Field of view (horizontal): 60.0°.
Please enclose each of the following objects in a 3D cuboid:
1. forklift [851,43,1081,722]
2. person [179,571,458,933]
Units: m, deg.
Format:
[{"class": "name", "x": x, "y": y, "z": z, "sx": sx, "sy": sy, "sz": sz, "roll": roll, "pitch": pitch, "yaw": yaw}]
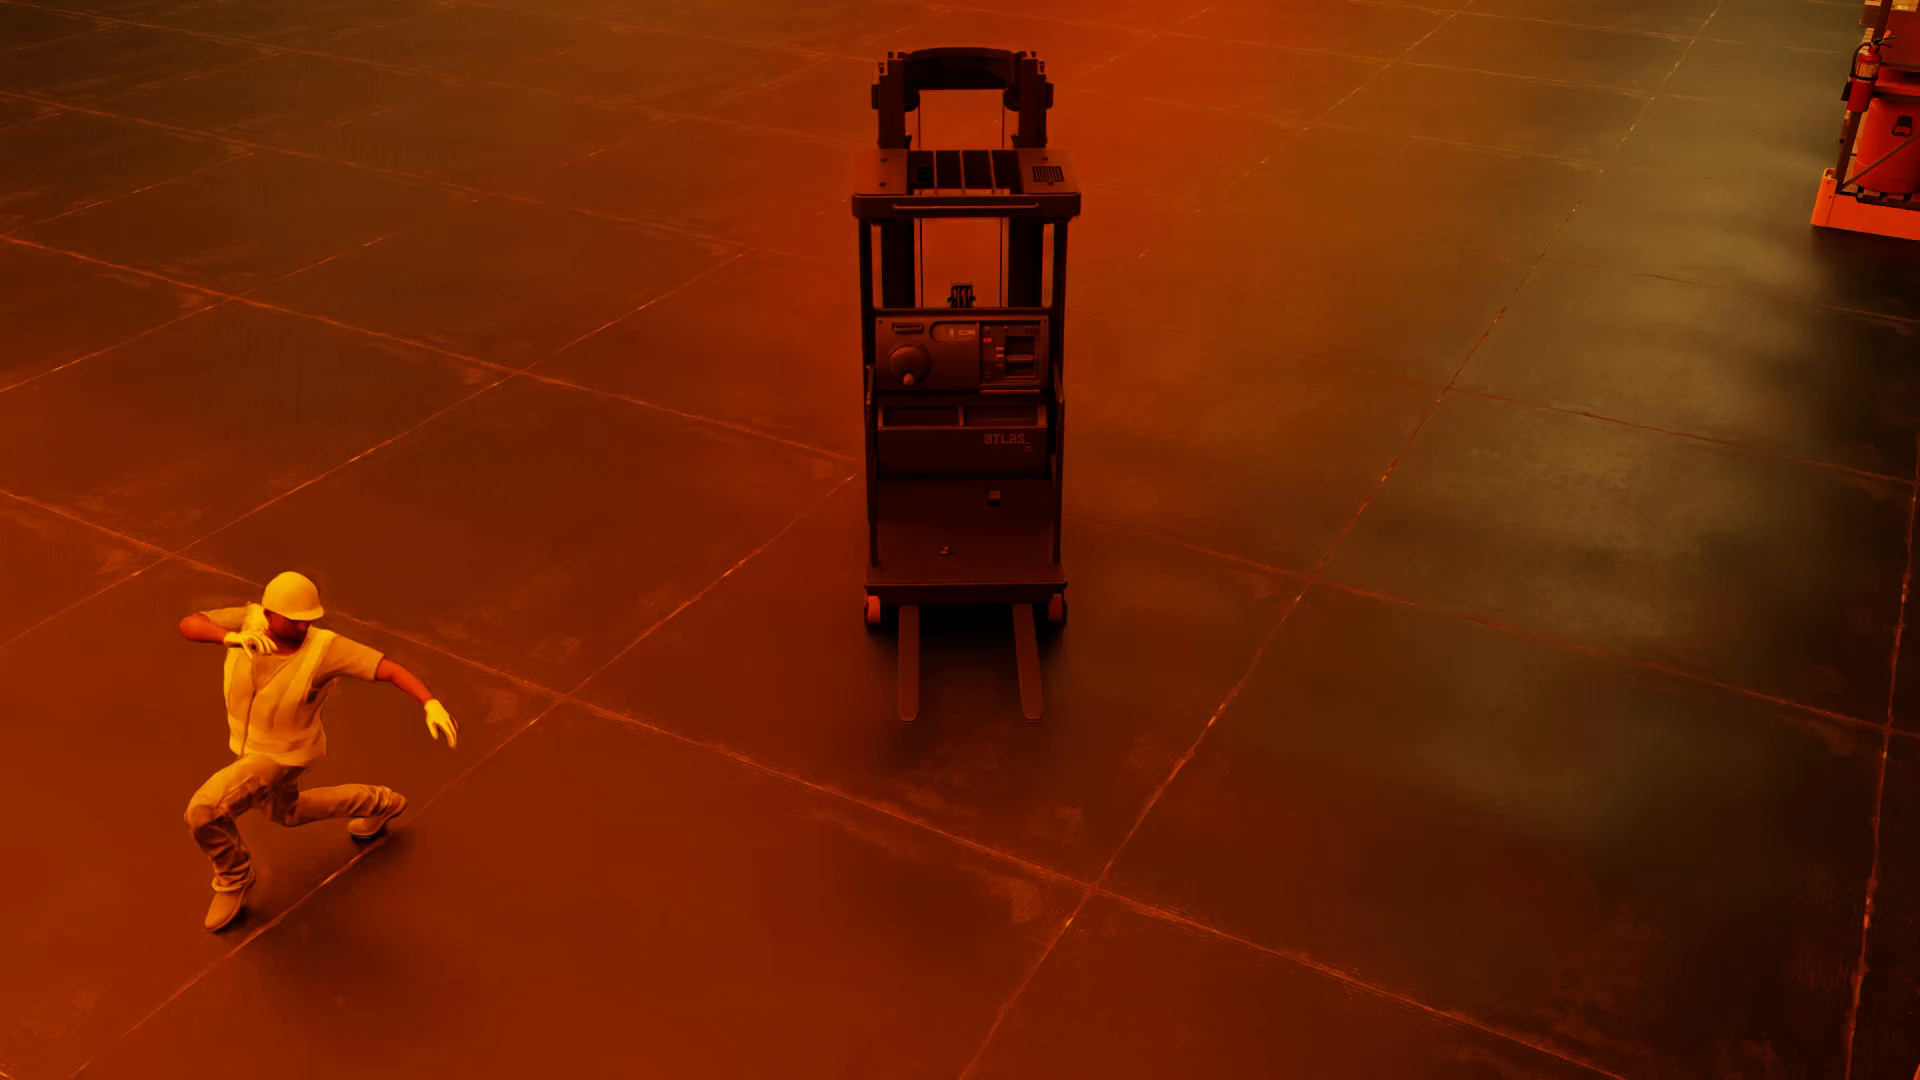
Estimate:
[{"class": "forklift", "x": 0.021, "y": -0.962, "z": 8.738, "sx": 1.130, "sy": 2.935, "sz": 3.031, "roll": -1, "pitch": 30, "yaw": -1}, {"class": "person", "x": -2.729, "y": 0.910, "z": 6.950, "sx": 0.999, "sy": 1.484, "sz": 0.982, "roll": 20, "pitch": 36, "yaw": 31}]
